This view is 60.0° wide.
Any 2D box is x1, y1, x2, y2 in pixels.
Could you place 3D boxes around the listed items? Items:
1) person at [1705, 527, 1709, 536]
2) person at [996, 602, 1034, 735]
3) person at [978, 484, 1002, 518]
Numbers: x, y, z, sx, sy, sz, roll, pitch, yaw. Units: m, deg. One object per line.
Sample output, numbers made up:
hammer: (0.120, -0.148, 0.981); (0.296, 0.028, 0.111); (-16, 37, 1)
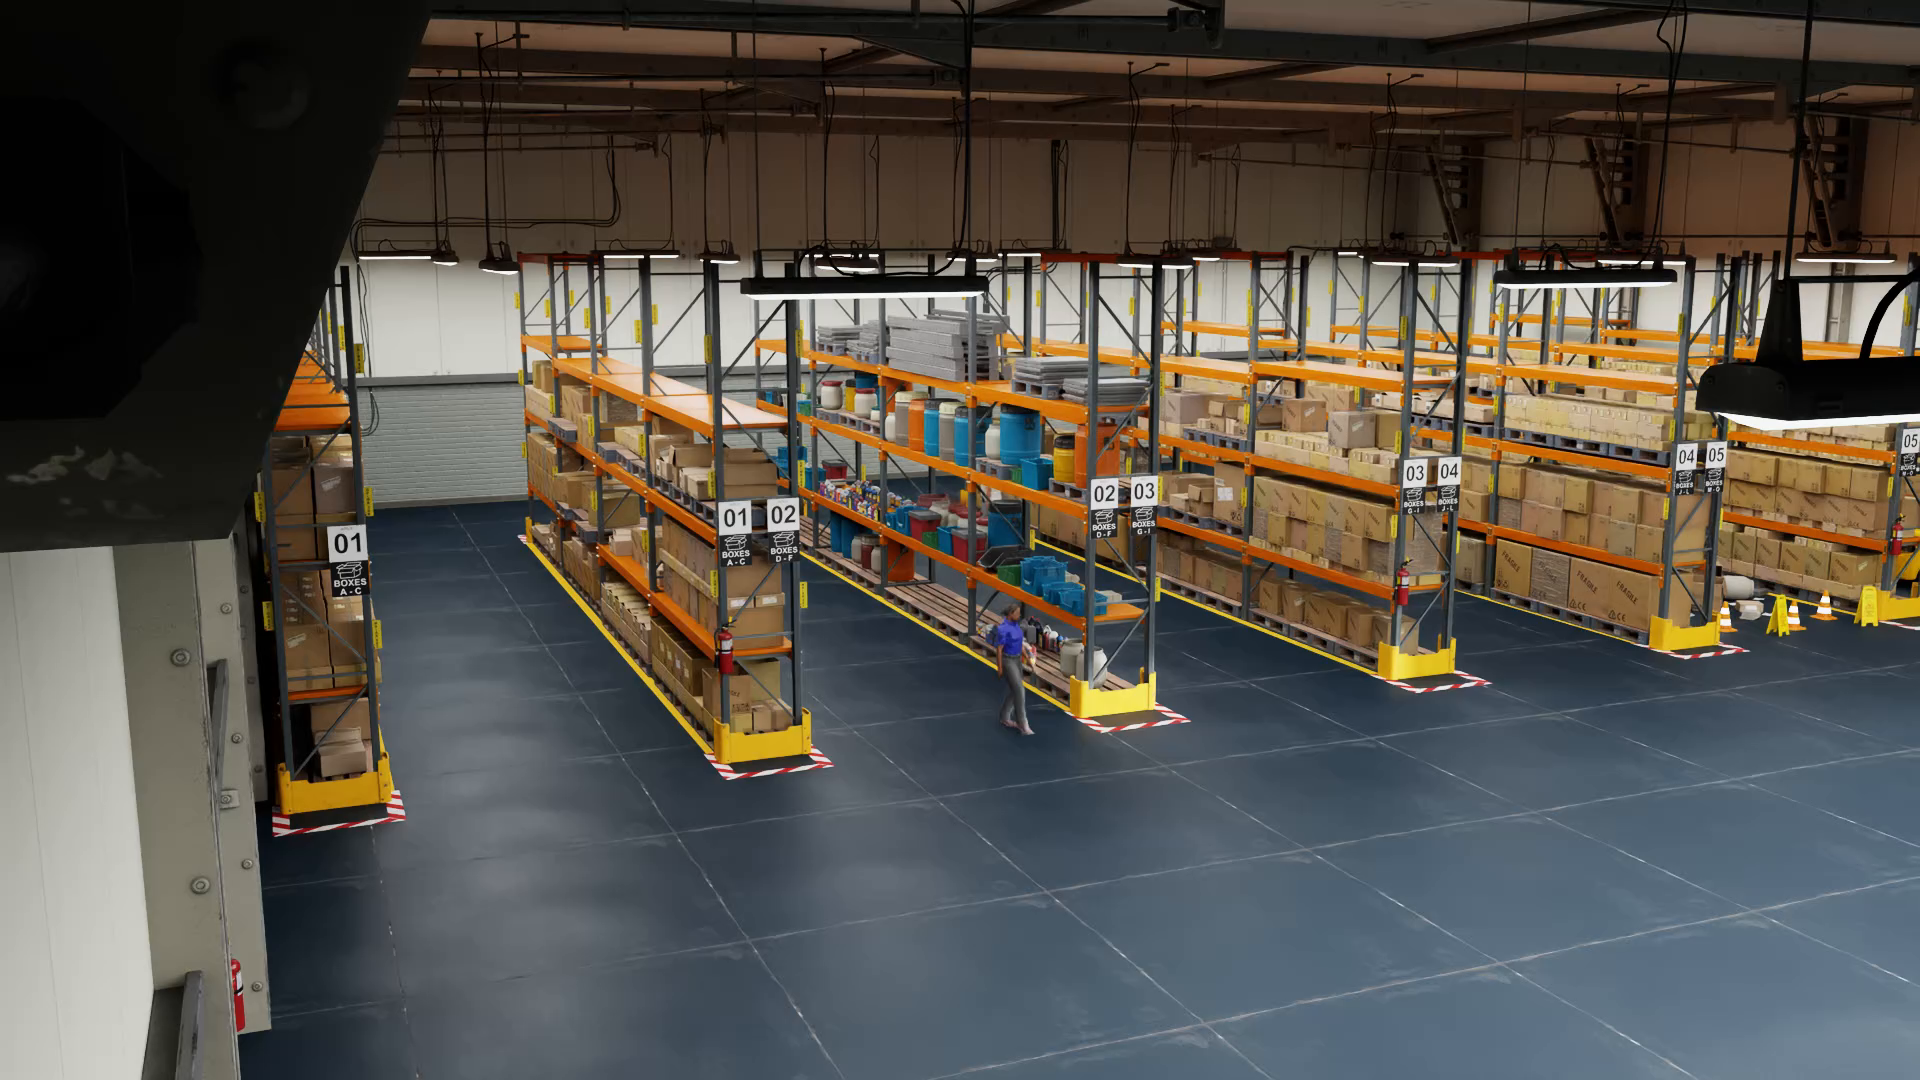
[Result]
person: (15.188, -0.606, 33.767); (0.591, 1.659, 0.721); (-7, 13, -34)
person: (0.758, 1.650, 21.511); (0.610, 1.690, 0.471); (5, 12, 27)
person: (0.623, -0.810, 34.574); (0.553, 1.756, 0.698); (-10, 14, -43)
